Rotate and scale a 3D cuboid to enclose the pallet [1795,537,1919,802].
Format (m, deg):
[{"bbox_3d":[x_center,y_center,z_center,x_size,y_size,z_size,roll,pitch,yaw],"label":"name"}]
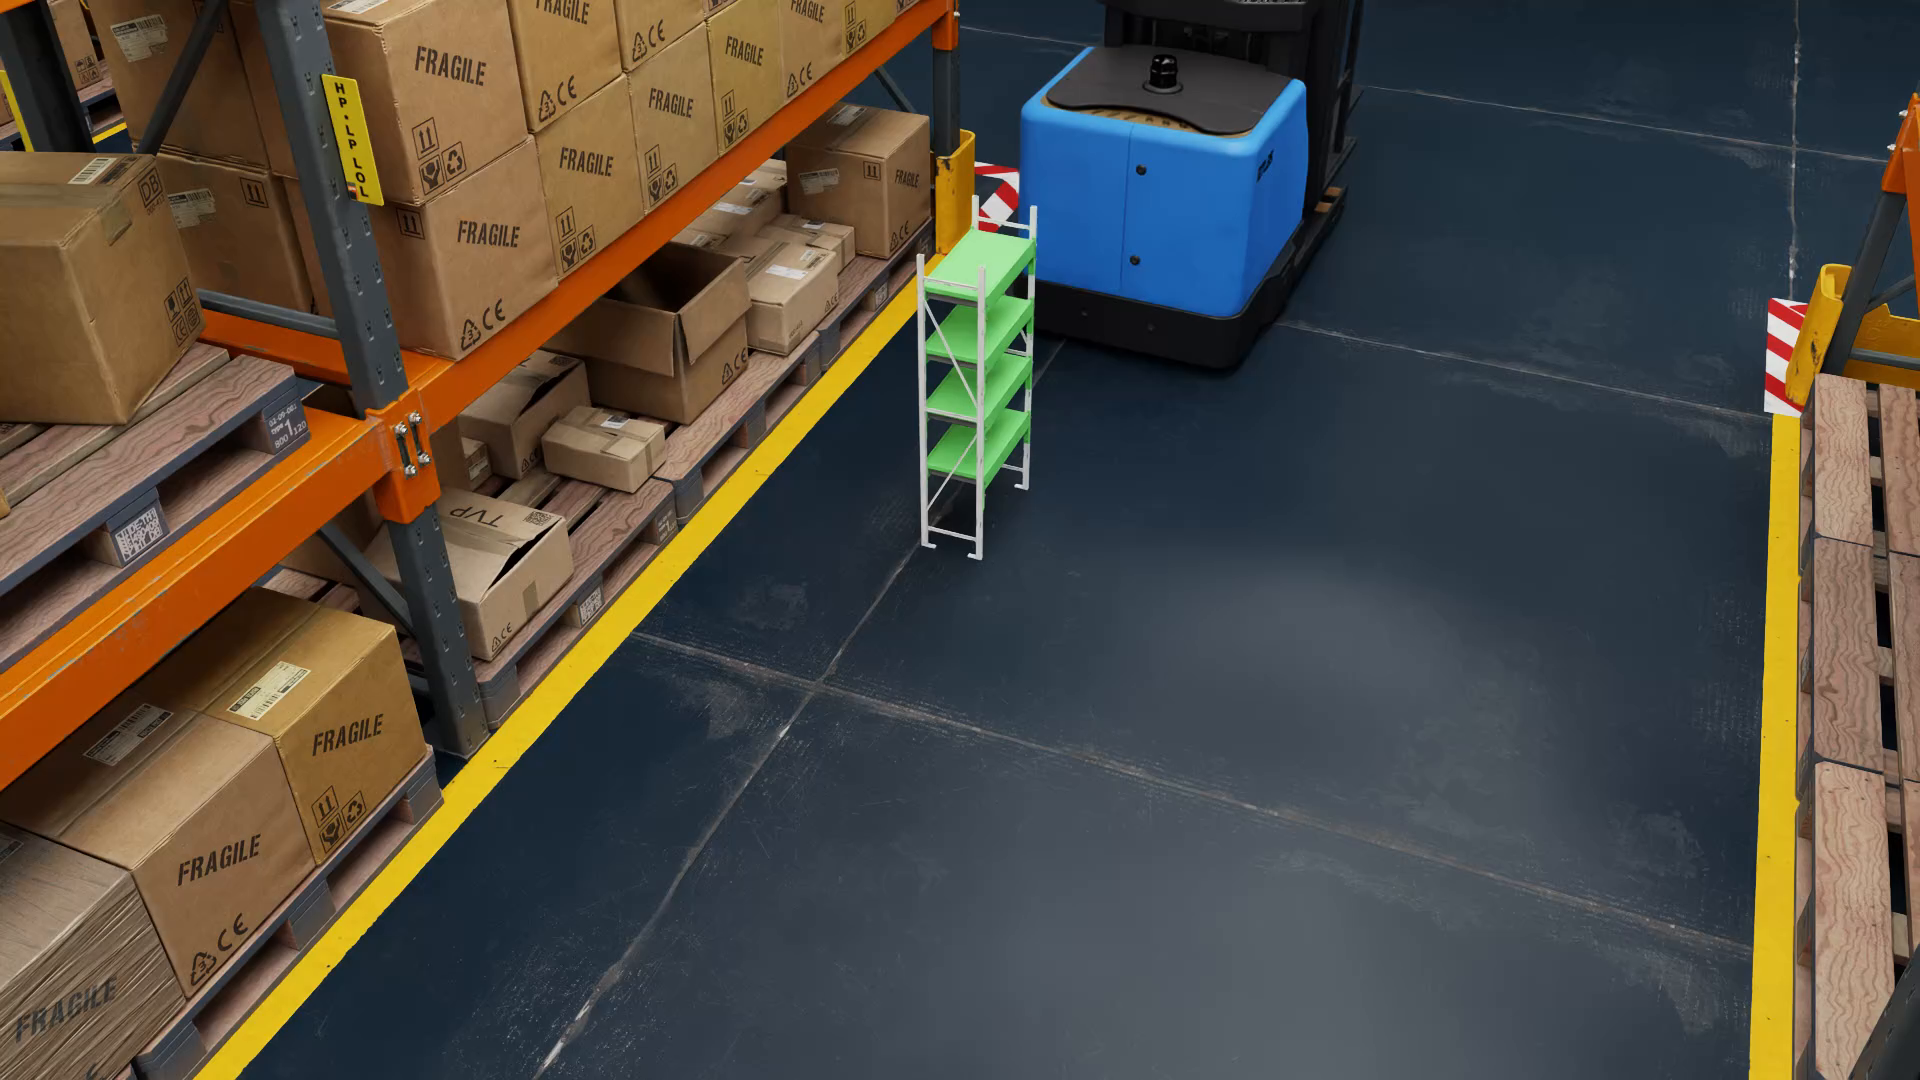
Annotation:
[{"bbox_3d":[3.279,0.512,5.388,1.003,0.211,1.213,14,39,18],"label":"pallet"}]

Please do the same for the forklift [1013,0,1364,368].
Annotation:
[{"bbox_3d":[1.309,-2.786,7.529,1.130,2.935,3.031,15,39,19],"label":"forklift"}]

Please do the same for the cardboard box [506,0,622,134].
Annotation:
[{"bbox_3d":[-1.371,-1.564,4.919,0.500,0.500,0.500,13,39,16],"label":"cardboard box"}]

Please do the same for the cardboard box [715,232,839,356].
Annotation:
[{"bbox_3d":[-0.853,-1.054,7.084,0.500,0.250,0.500,14,39,18],"label":"cardboard box"}]

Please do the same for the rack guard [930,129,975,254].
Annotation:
[{"bbox_3d":[-0.514,-1.813,8.257,1.175,0.500,0.348,14,39,18],"label":"rack guard"}]

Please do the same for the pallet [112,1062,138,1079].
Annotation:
[{"bbox_3d":[-2.744,1.613,3.916,1.003,0.211,1.213,14,39,18],"label":"pallet"}]

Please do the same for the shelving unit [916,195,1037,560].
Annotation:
[{"bbox_3d":[0.063,-0.572,6.013,0.258,1.200,0.503,14,39,18],"label":"shelving unit"}]

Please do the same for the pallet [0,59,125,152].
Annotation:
[{"bbox_3d":[-5.299,-2.405,9.291,1.003,0.211,1.213,14,39,18],"label":"pallet"}]

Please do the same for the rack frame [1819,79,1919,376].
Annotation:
[{"bbox_3d":[4.095,-1.725,6.053,1.000,3.000,0.127,14,39,18],"label":"rack frame"}]

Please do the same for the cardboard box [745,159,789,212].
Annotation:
[{"bbox_3d":[-0.962,-1.737,8.082,0.380,0.149,0.250,14,39,18],"label":"cardboard box"}]

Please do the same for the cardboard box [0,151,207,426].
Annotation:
[{"bbox_3d":[-2.394,-0.638,4.164,0.700,0.500,0.500,2,37,2],"label":"cardboard box"}]

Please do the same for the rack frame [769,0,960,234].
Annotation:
[{"bbox_3d":[-0.485,-2.856,7.565,1.000,3.000,0.127,14,39,18],"label":"rack frame"}]

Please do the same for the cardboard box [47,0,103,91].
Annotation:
[{"bbox_3d":[-5.241,-2.739,9.146,0.700,0.500,0.500,14,39,18],"label":"cardboard box"}]

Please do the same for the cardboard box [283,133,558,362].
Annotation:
[{"bbox_3d":[-1.561,-0.901,4.867,0.500,0.500,0.500,15,39,19],"label":"cardboard box"}]

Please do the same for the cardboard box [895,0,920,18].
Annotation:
[{"bbox_3d":[-0.403,-2.586,7.121,0.500,0.500,0.500,15,39,19],"label":"cardboard box"}]

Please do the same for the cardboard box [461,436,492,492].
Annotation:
[{"bbox_3d":[-1.965,-0.277,6.129,0.380,0.149,0.250,14,39,18],"label":"cardboard box"}]

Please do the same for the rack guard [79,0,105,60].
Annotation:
[{"bbox_3d":[-5.058,-2.994,9.838,1.175,0.500,0.348,14,39,18],"label":"rack guard"}]

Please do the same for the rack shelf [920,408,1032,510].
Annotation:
[{"bbox_3d":[0.063,-0.329,6.195,0.258,0.148,0.480,14,39,18],"label":"rack shelf"}]

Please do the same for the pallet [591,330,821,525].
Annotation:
[{"bbox_3d":[-1.282,-0.582,6.853,1.003,0.211,1.213,14,39,18],"label":"pallet"}]

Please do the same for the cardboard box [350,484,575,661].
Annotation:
[{"bbox_3d":[-1.647,0.076,5.521,0.500,0.311,0.500,14,39,18],"label":"cardboard box"}]

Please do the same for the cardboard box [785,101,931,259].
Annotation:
[{"bbox_3d":[-0.464,-1.674,7.704,0.500,0.500,0.500,14,39,18],"label":"cardboard box"}]

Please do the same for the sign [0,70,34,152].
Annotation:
[{"bbox_3d":[-2.511,-1.107,4.503,0.100,0.325,0.005,14,39,18],"label":"sign"}]

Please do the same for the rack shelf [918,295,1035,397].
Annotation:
[{"bbox_3d":[0.063,-0.713,5.908,0.258,0.148,0.480,14,39,18],"label":"rack shelf"}]

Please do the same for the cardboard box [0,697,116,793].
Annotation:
[{"bbox_3d":[-2.609,0.694,4.536,0.500,0.500,0.500,14,39,18],"label":"cardboard box"}]

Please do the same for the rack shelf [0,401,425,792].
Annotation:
[{"bbox_3d":[-2.768,0.754,3.336,1.077,0.370,4.000,14,39,18],"label":"rack shelf"}]

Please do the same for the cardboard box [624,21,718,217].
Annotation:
[{"bbox_3d":[-1.176,-1.462,5.617,0.500,0.500,0.500,14,39,18],"label":"cardboard box"}]

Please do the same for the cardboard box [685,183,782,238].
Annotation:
[{"bbox_3d":[-1.144,-1.417,7.570,0.500,0.250,0.500,14,39,18],"label":"cardboard box"}]

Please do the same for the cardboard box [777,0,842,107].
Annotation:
[{"bbox_3d":[-0.792,-2.023,6.367,0.500,0.500,0.500,14,39,18],"label":"cardboard box"}]

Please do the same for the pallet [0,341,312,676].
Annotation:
[{"bbox_3d":[-2.412,-0.147,4.101,1.003,0.211,1.213,14,39,18],"label":"pallet"}]

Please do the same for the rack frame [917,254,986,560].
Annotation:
[{"bbox_3d":[-0.030,-0.437,5.833,0.240,1.200,0.015,14,39,18],"label":"rack frame"}]

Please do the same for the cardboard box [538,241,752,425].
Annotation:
[{"bbox_3d":[-1.296,-0.859,6.611,0.797,0.503,0.637,14,39,18],"label":"cardboard box"}]

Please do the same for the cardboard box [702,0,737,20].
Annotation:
[{"bbox_3d":[-0.979,-2.135,5.682,0.500,0.500,0.500,15,39,19],"label":"cardboard box"}]

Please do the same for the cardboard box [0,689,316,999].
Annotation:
[{"bbox_3d":[-2.125,0.794,4.403,0.500,0.500,0.500,14,39,18],"label":"cardboard box"}]
